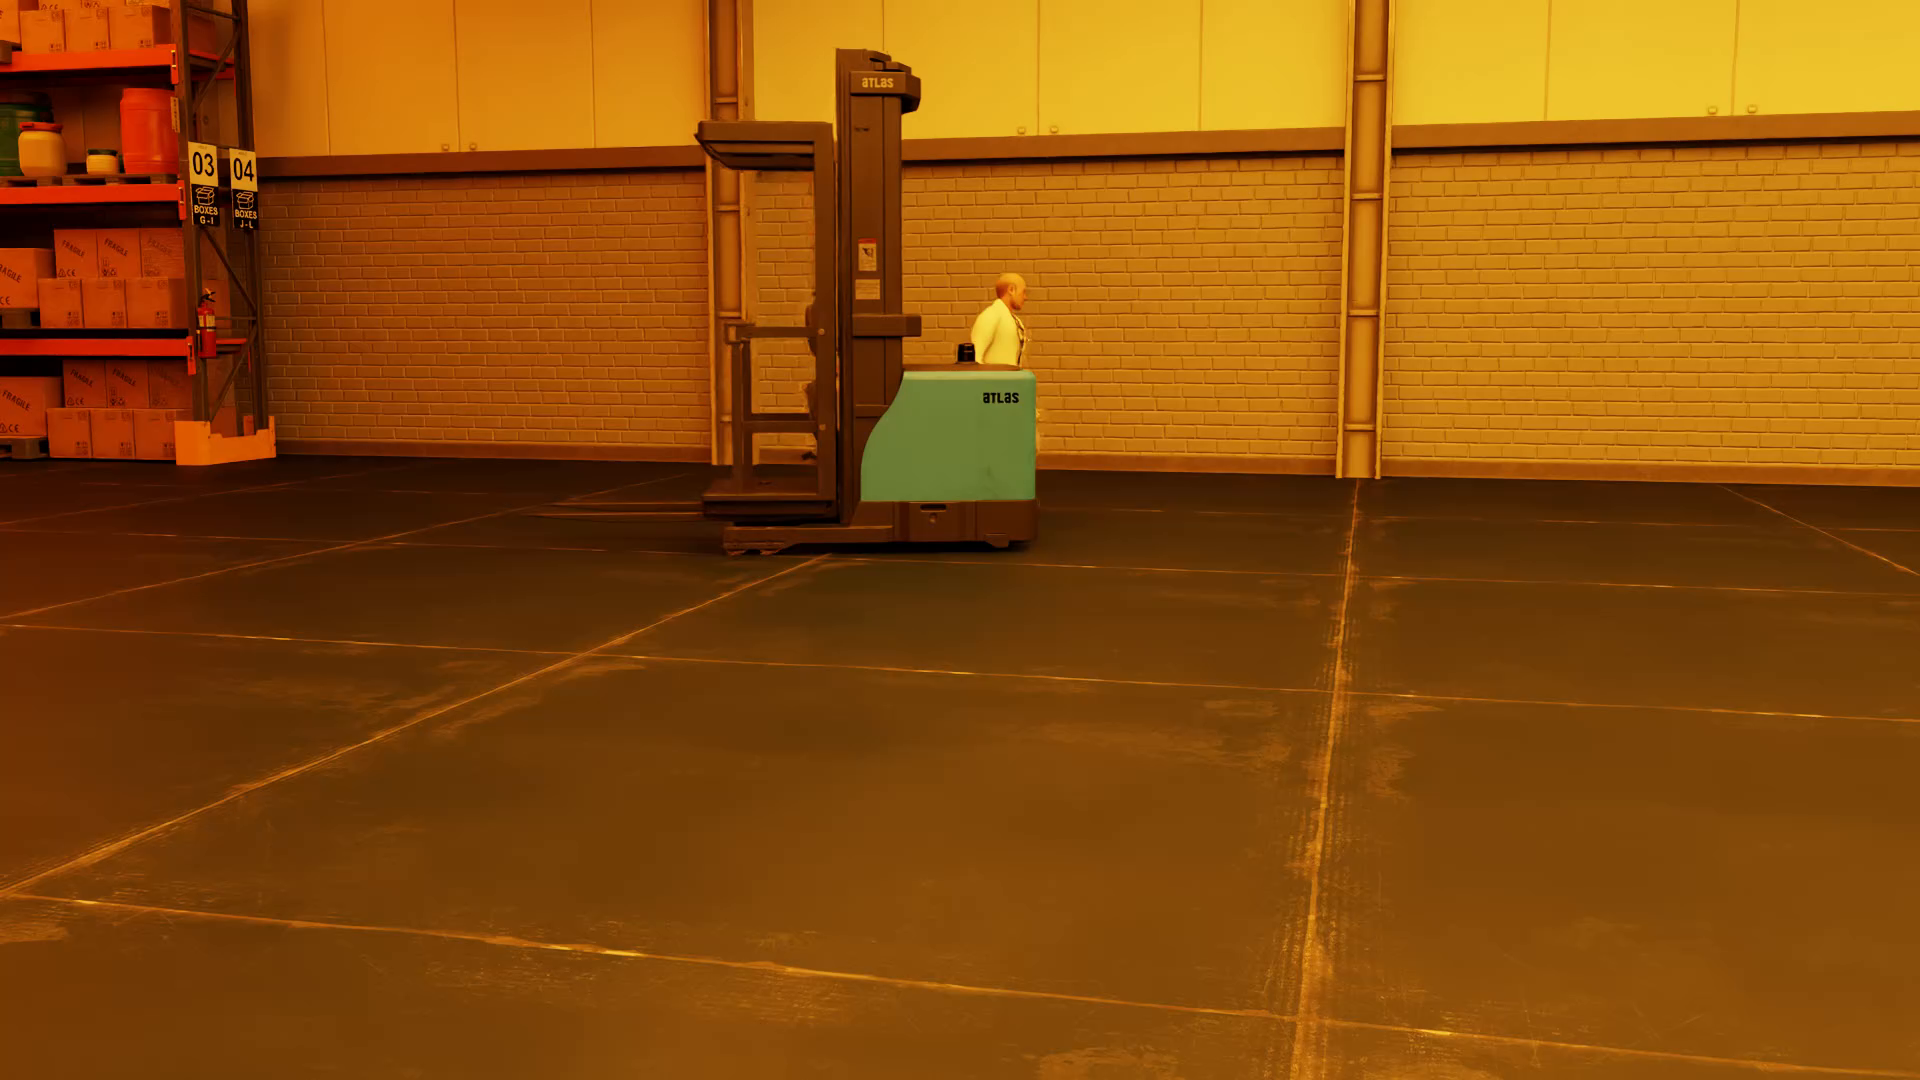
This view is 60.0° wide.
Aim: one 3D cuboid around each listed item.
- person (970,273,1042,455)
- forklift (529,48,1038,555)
[{"bbox_3d":[0.225,-0.963,11.520,0.568,1.759,0.906,3,8,21],"label":"person"},{"bbox_3d":[-1.073,-1.433,10.147,3.031,2.935,1.130,0,7,-4],"label":"forklift"}]
